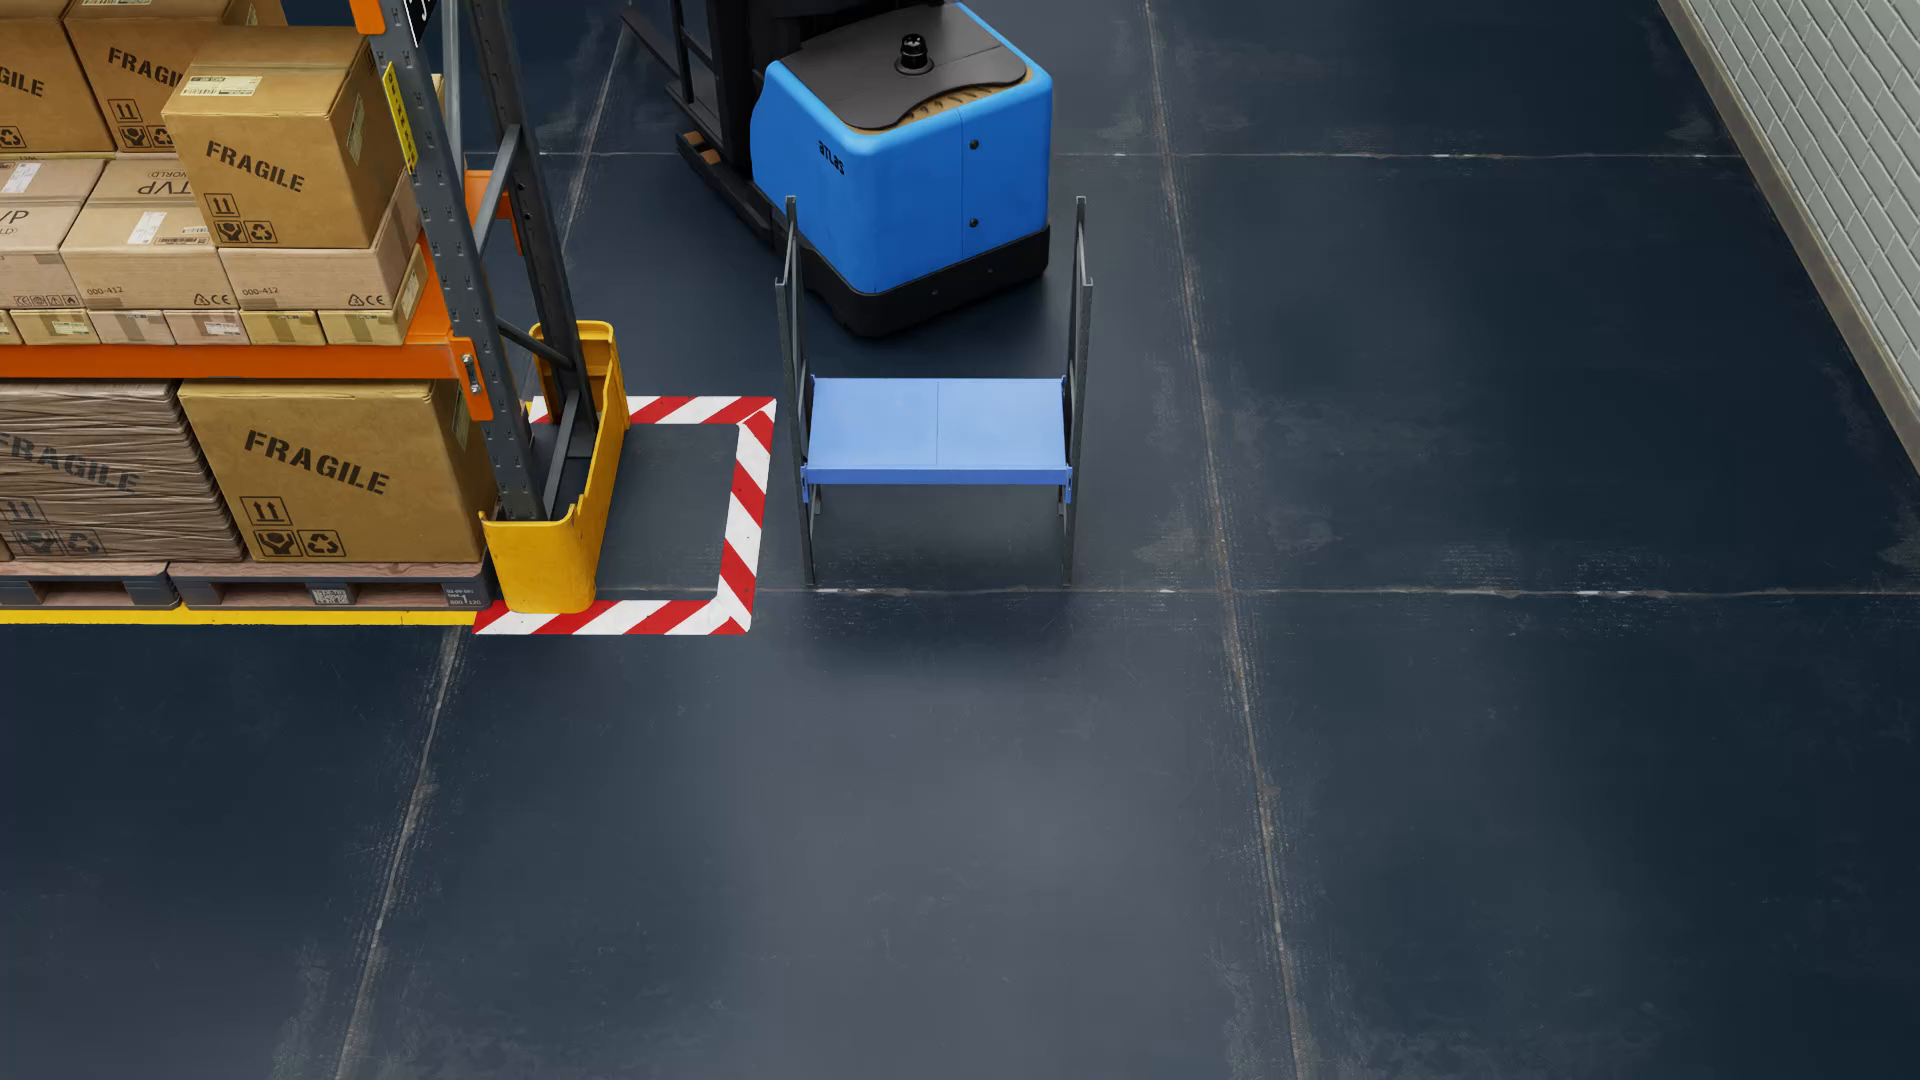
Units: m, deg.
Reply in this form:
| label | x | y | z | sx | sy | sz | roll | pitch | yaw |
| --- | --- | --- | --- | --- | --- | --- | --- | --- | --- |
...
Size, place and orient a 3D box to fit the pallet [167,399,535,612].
| label | x | y | z | sx | sy | sz | roll | pitch | yaw |
| --- | --- | --- | --- | --- | --- | --- | --- | --- | --- |
| pallet | -2.432 | -0.159 | 6.754 | 1.213 | 0.211 | 1.003 | 0 | 47 | 0 |

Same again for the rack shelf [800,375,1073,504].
| label | x | y | z | sx | sy | sz | roll | pitch | yaw |
| --- | --- | --- | --- | --- | --- | --- | --- | --- | --- |
| rack shelf | -0.085 | -0.389 | 6.333 | 1.000 | 0.185 | 0.538 | 0 | 47 | 0 |

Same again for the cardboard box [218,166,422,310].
| label | x | y | z | sx | sy | sz | roll | pitch | yaw |
| --- | --- | --- | --- | --- | --- | --- | --- | --- | --- |
| cardboard box | -2.118 | -1.021 | 5.551 | 0.500 | 0.250 | 0.500 | -1 | 47 | 0 |

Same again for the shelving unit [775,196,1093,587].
| label | x | y | z | sx | sy | sz | roll | pitch | yaw |
| --- | --- | --- | --- | --- | --- | --- | --- | --- | --- |
| shelving unit | -0.085 | -0.511 | 6.201 | 1.048 | 1.500 | 0.538 | 0 | 47 | 0 |

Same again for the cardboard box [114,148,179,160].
| label | x | y | z | sx | sy | sz | roll | pitch | yaw |
| --- | --- | --- | --- | --- | --- | --- | --- | --- | --- |
| cardboard box | -2.631 | -1.410 | 5.912 | 0.500 | 0.250 | 0.500 | 0 | 47 | 0 |

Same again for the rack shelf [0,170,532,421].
| label | x | y | z | sx | sy | sz | roll | pitch | yaw |
| --- | --- | --- | --- | --- | --- | --- | --- | --- | --- |
| rack shelf | -3.632 | -0.924 | 6.053 | 4.000 | 0.370 | 1.077 | 0 | 47 | 0 |

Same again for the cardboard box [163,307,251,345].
| label | x | y | z | sx | sy | sz | roll | pitch | yaw |
| --- | --- | --- | --- | --- | --- | --- | --- | --- | --- |
| cardboard box | -2.502 | -0.839 | 5.654 | 0.250 | 0.149 | 0.380 | 0 | 47 | 0 |

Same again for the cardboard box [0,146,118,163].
| label | x | y | z | sx | sy | sz | roll | pitch | yaw |
| --- | --- | --- | --- | --- | --- | --- | --- | --- | --- |
| cardboard box | -3.133 | -1.414 | 5.916 | 0.500 | 0.250 | 0.500 | -1 | 47 | -1 |

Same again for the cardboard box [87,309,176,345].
| label | x | y | z | sx | sy | sz | roll | pitch | yaw |
| --- | --- | --- | --- | --- | --- | --- | --- | --- | --- |
| cardboard box | -2.751 | -0.841 | 5.655 | 0.250 | 0.149 | 0.380 | 1 | 47 | 1 |

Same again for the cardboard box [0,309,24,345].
| label | x | y | z | sx | sy | sz | roll | pitch | yaw |
| --- | --- | --- | --- | --- | --- | --- | --- | --- | --- |
| cardboard box | -3.270 | -0.840 | 5.655 | 0.250 | 0.149 | 0.380 | 0 | 47 | 0 |

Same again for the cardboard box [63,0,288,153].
| label | x | y | z | sx | sy | sz | roll | pitch | yaw |
| --- | --- | --- | --- | --- | --- | --- | --- | --- | --- |
| cardboard box | -2.611 | -1.670 | 5.642 | 0.500 | 0.500 | 0.500 | -1 | 47 | -1 |

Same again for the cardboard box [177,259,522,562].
| label | x | y | z | sx | sy | sz | roll | pitch | yaw |
| --- | --- | --- | --- | --- | --- | --- | --- | --- | --- |
| cardboard box | -2.272 | -0.526 | 6.355 | 0.875 | 0.875 | 0.875 | 0 | 47 | 0 |

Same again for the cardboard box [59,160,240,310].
| label | x | y | z | sx | sy | sz | roll | pitch | yaw |
| --- | --- | --- | --- | --- | --- | --- | --- | --- | --- |
| cardboard box | -2.625 | -1.023 | 5.552 | 0.500 | 0.250 | 0.500 | -1 | 47 | -1 |

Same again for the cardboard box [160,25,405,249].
| label | x | y | z | sx | sy | sz | roll | pitch | yaw |
| --- | --- | --- | --- | --- | --- | --- | --- | --- | --- |
| cardboard box | -2.120 | -1.279 | 5.278 | 0.500 | 0.500 | 0.500 | 1 | 47 | 1 |

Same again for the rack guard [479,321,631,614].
| label | x | y | z | sx | sy | sz | roll | pitch | yaw |
| --- | --- | --- | --- | --- | --- | --- | --- | --- | --- |
| rack guard | -1.608 | -0.312 | 6.699 | 0.348 | 0.500 | 1.175 | 0 | 47 | 0 |

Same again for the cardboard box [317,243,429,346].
| label | x | y | z | sx | sy | sz | roll | pitch | yaw |
| --- | --- | --- | --- | --- | --- | --- | --- | --- | --- |
| cardboard box | -1.989 | -0.838 | 5.653 | 0.250 | 0.149 | 0.380 | 1 | 47 | 1 |

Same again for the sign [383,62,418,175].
| label | x | y | z | sx | sy | sz | roll | pitch | yaw |
| --- | --- | --- | --- | --- | --- | --- | --- | --- | --- |
| sign | -1.648 | -1.242 | 4.904 | 0.005 | 0.325 | 0.100 | 0 | 47 | 0 |

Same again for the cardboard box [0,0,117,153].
| label | x | y | z | sx | sy | sz | roll | pitch | yaw |
| --- | --- | --- | --- | --- | --- | --- | --- | --- | --- |
| cardboard box | -3.129 | -1.667 | 5.639 | 0.500 | 0.500 | 0.500 | -1 | 47 | -1 |

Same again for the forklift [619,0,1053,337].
| label | x | y | z | sx | sy | sz | roll | pitch | yaw |
| --- | --- | --- | --- | --- | --- | --- | --- | --- | --- |
| forklift | -0.793 | -2.975 | 7.517 | 1.130 | 2.935 | 3.031 | -25 | 52 | -21 |

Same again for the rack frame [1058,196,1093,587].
| label | x | y | z | sx | sy | sz | roll | pitch | yaw |
| --- | --- | --- | --- | --- | --- | --- | --- | --- | --- |
| rack frame | 0.423 | -0.510 | 6.200 | 0.032 | 1.500 | 0.500 | 0 | 47 | 0 |

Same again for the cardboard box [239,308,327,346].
| label | x | y | z | sx | sy | sz | roll | pitch | yaw |
| --- | --- | --- | --- | --- | --- | --- | --- | --- | --- |
| cardboard box | -2.249 | -0.838 | 5.652 | 0.250 | 0.149 | 0.380 | 1 | 47 | 1 |

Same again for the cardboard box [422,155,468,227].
| label | x | y | z | sx | sy | sz | roll | pitch | yaw |
| --- | --- | --- | --- | --- | --- | --- | --- | --- | --- |
| cardboard box | -1.986 | -1.321 | 6.102 | 0.250 | 0.149 | 0.380 | 1 | 47 | 1 |

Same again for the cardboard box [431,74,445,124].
| label | x | y | z | sx | sy | sz | roll | pitch | yaw |
| --- | --- | --- | --- | --- | --- | --- | --- | --- | --- |
| cardboard box | -2.111 | -1.413 | 5.915 | 0.500 | 0.250 | 0.500 | -1 | 47 | -1 |

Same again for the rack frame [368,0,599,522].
| label | x | y | z | sx | sy | sz | roll | pitch | yaw |
| --- | --- | --- | --- | --- | --- | --- | --- | --- | --- |
| rack frame | -1.632 | -1.164 | 5.784 | 0.127 | 3.000 | 1.000 | 0 | 47 | 0 |

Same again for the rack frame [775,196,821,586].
| label | x | y | z | sx | sy | sz | roll | pitch | yaw |
| --- | --- | --- | --- | --- | --- | --- | --- | --- | --- |
| rack frame | -0.594 | -0.513 | 6.203 | 0.032 | 1.500 | 0.500 | 0 | 47 | 0 |

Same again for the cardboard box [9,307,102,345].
| label | x | y | z | sx | sy | sz | roll | pitch | yaw |
| --- | --- | --- | --- | --- | --- | --- | --- | --- | --- |
| cardboard box | -3.011 | -0.840 | 5.654 | 0.250 | 0.149 | 0.380 | -1 | 47 | -1 |

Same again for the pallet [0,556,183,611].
| label | x | y | z | sx | sy | sz | roll | pitch | yaw |
| --- | --- | --- | --- | --- | --- | --- | --- | --- | --- |
| pallet | -3.649 | -0.164 | 6.759 | 1.213 | 0.211 | 1.003 | 0 | 47 | 0 |

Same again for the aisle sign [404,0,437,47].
| label | x | y | z | sx | sy | sz | roll | pitch | yaw |
| --- | --- | --- | --- | --- | --- | --- | --- | --- | --- |
| aisle sign | -1.561 | -1.830 | 4.628 | 0.004 | 0.787 | 0.394 | 0 | 47 | 0 |

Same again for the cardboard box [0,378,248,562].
| label | x | y | z | sx | sy | sz | roll | pitch | yaw |
| --- | --- | --- | --- | --- | --- | --- | --- | --- | --- |
| cardboard box | -3.182 | -0.529 | 6.358 | 0.875 | 0.875 | 0.875 | 0 | 47 | 0 |

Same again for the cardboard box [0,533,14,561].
| label | x | y | z | sx | sy | sz | roll | pitch | yaw |
| --- | --- | --- | --- | --- | --- | --- | --- | --- | --- |
| cardboard box | -4.072 | -0.531 | 6.360 | 0.875 | 0.875 | 0.875 | 0 | 47 | 0 |

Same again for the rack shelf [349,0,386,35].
| label | x | y | z | sx | sy | sz | roll | pitch | yaw |
| --- | --- | --- | --- | --- | --- | --- | --- | --- | --- |
| rack shelf | -3.632 | -1.946 | 4.955 | 4.000 | 0.370 | 1.077 | 0 | 47 | 0 |

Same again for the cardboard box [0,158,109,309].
| label | x | y | z | sx | sy | sz | roll | pitch | yaw |
| --- | --- | --- | --- | --- | --- | --- | --- | --- | --- |
| cardboard box | -3.134 | -1.024 | 5.553 | 0.500 | 0.250 | 0.500 | -1 | 47 | -1 |
